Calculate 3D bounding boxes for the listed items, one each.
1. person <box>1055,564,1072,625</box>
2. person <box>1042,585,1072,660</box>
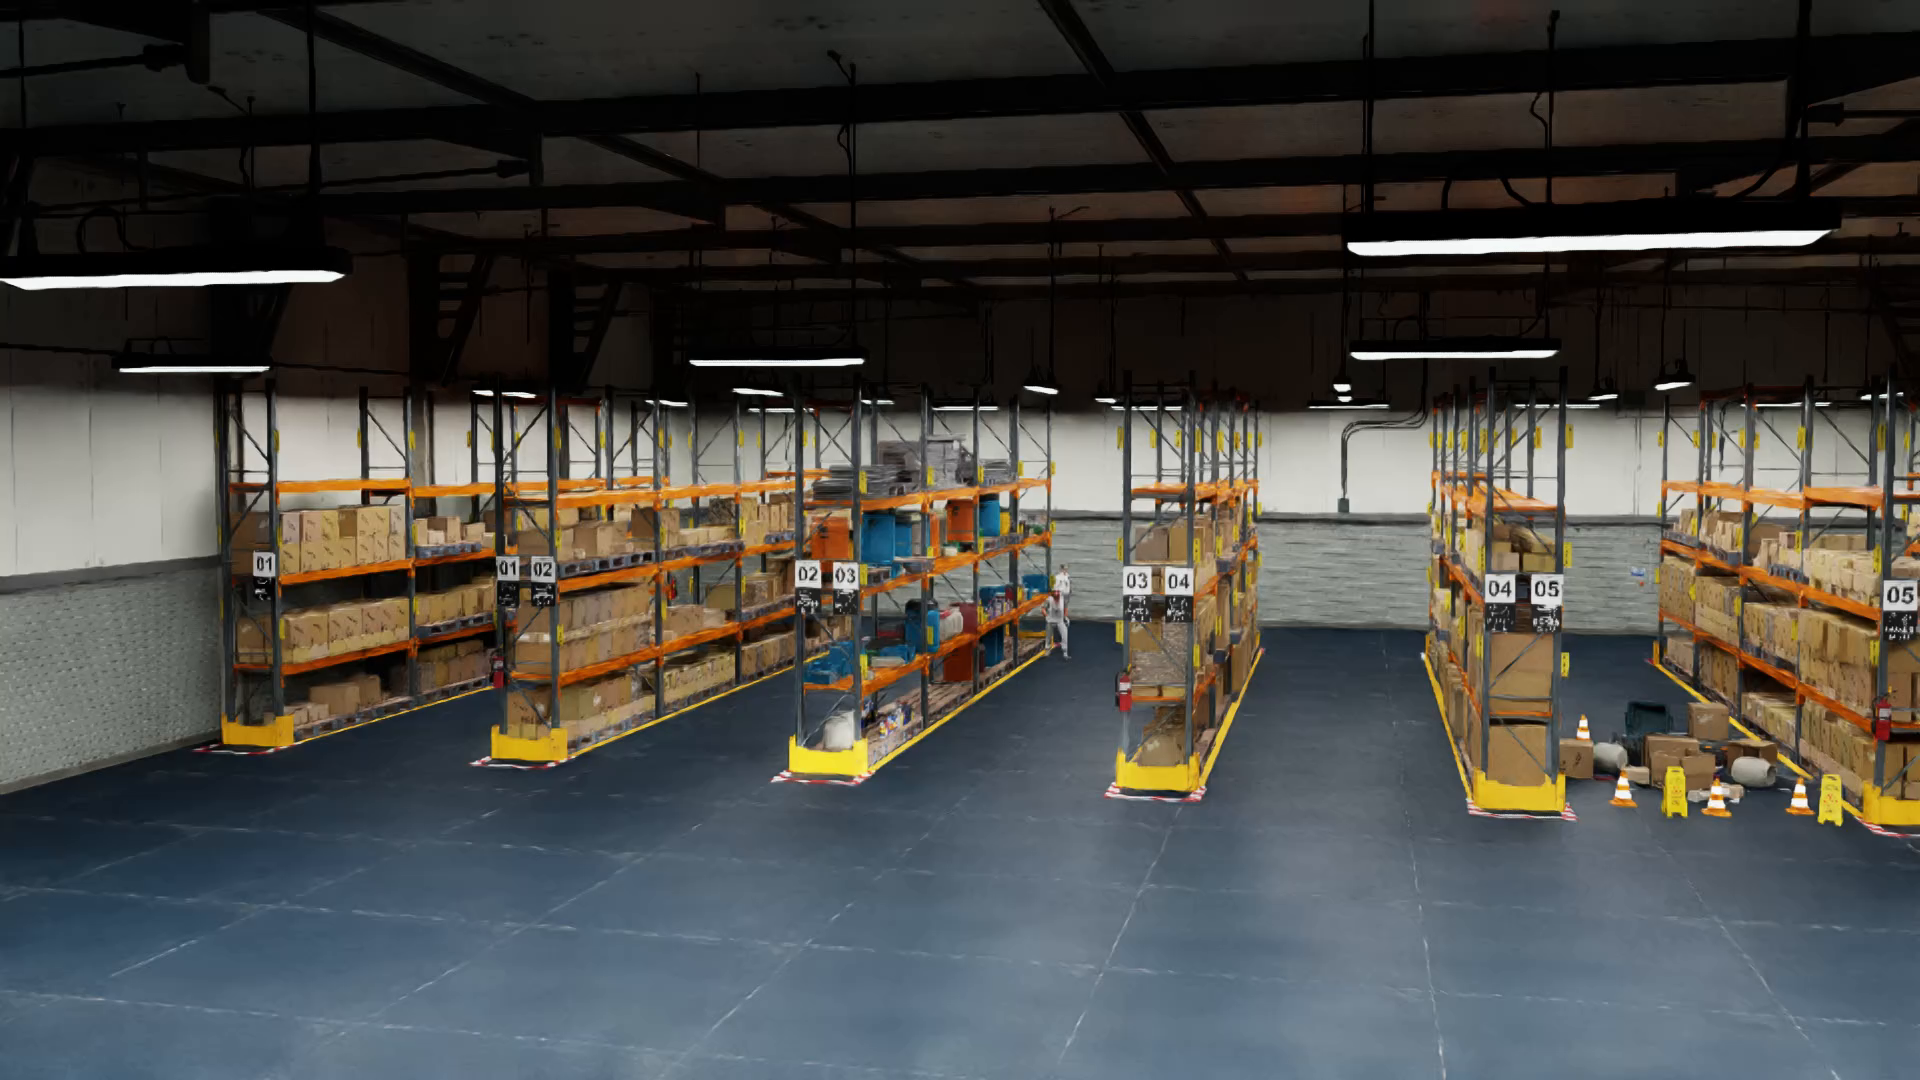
[{"bbox_3d":[2.693,1.471,45.041,0.657,1.662,0.499,-2,4,-27],"label":"person"},{"bbox_3d":[2.182,1.861,37.886,0.675,1.720,0.841,0,3,-4],"label":"person"}]
